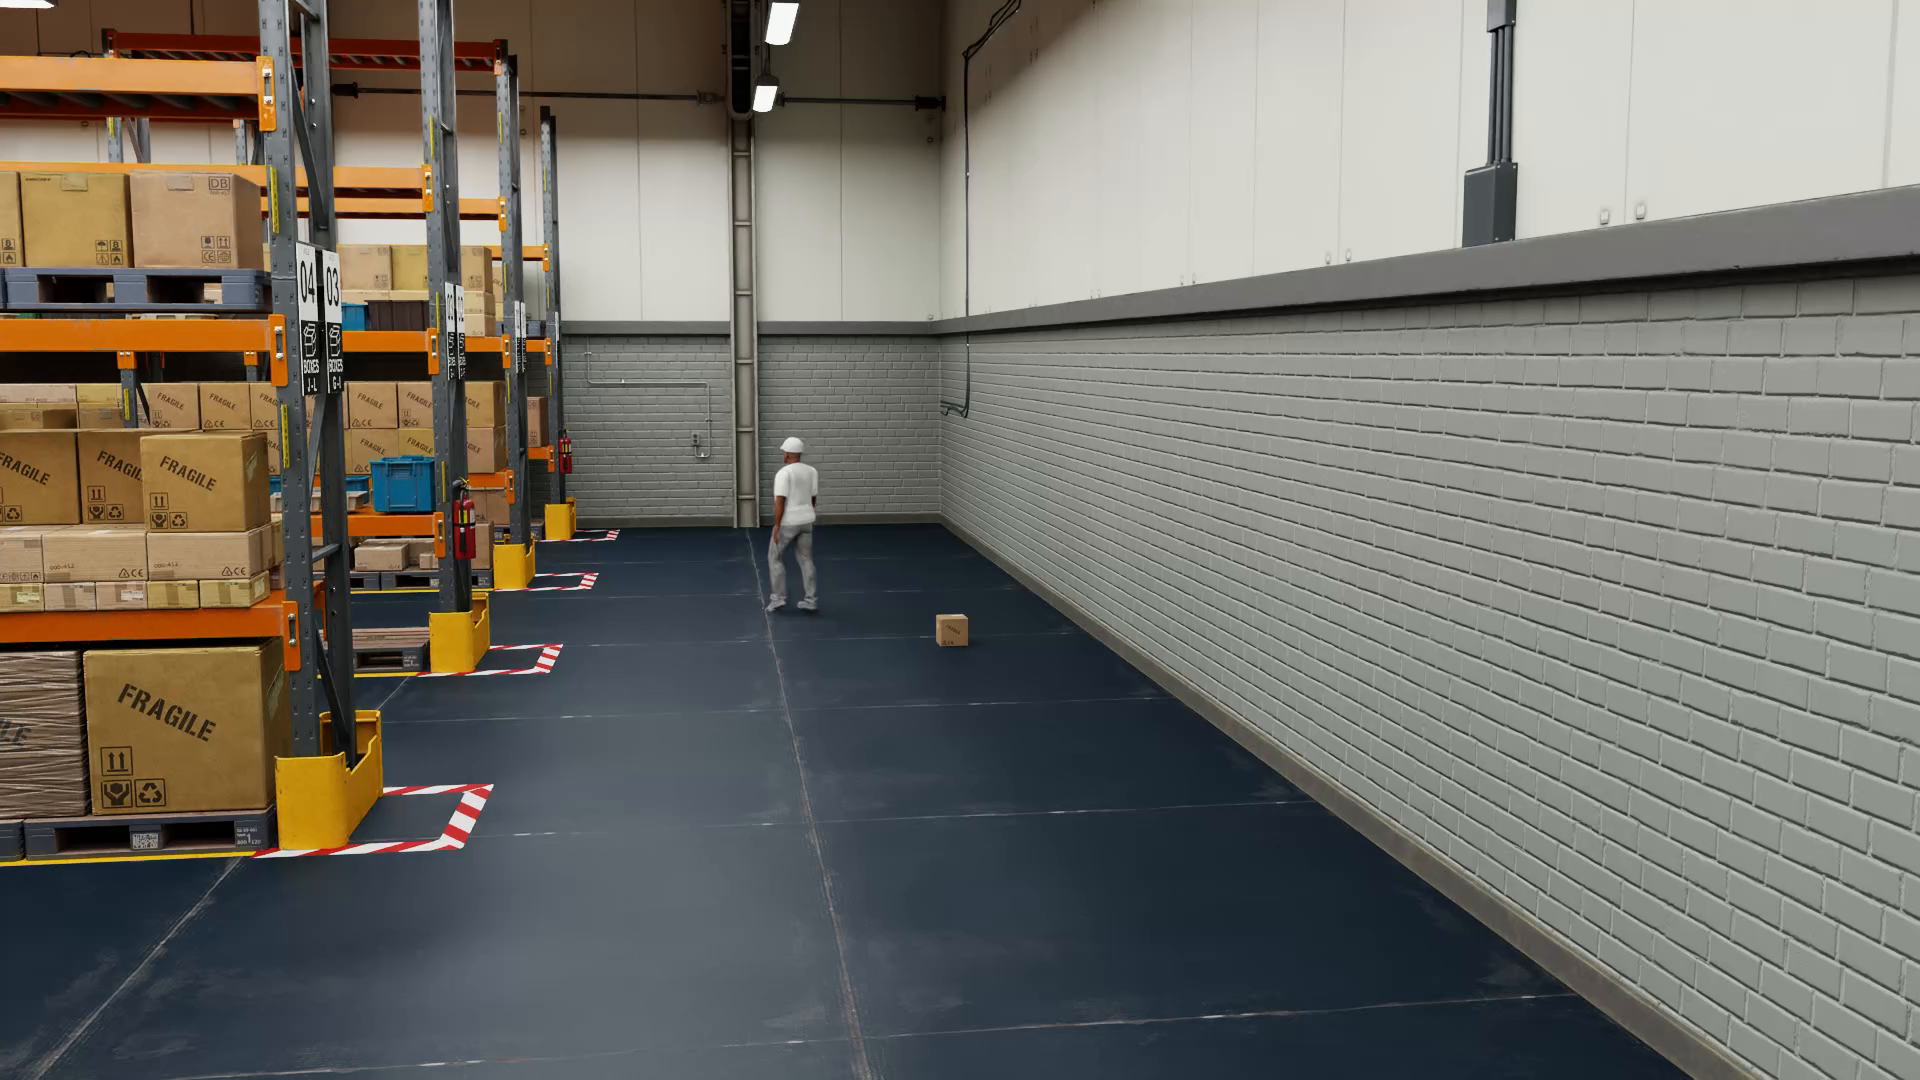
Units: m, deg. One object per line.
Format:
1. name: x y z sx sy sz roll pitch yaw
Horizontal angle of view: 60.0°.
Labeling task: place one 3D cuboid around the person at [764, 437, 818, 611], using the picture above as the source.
1. person: -1.705 -0.130 16.909 0.620 1.826 0.651 -6 9 -44
